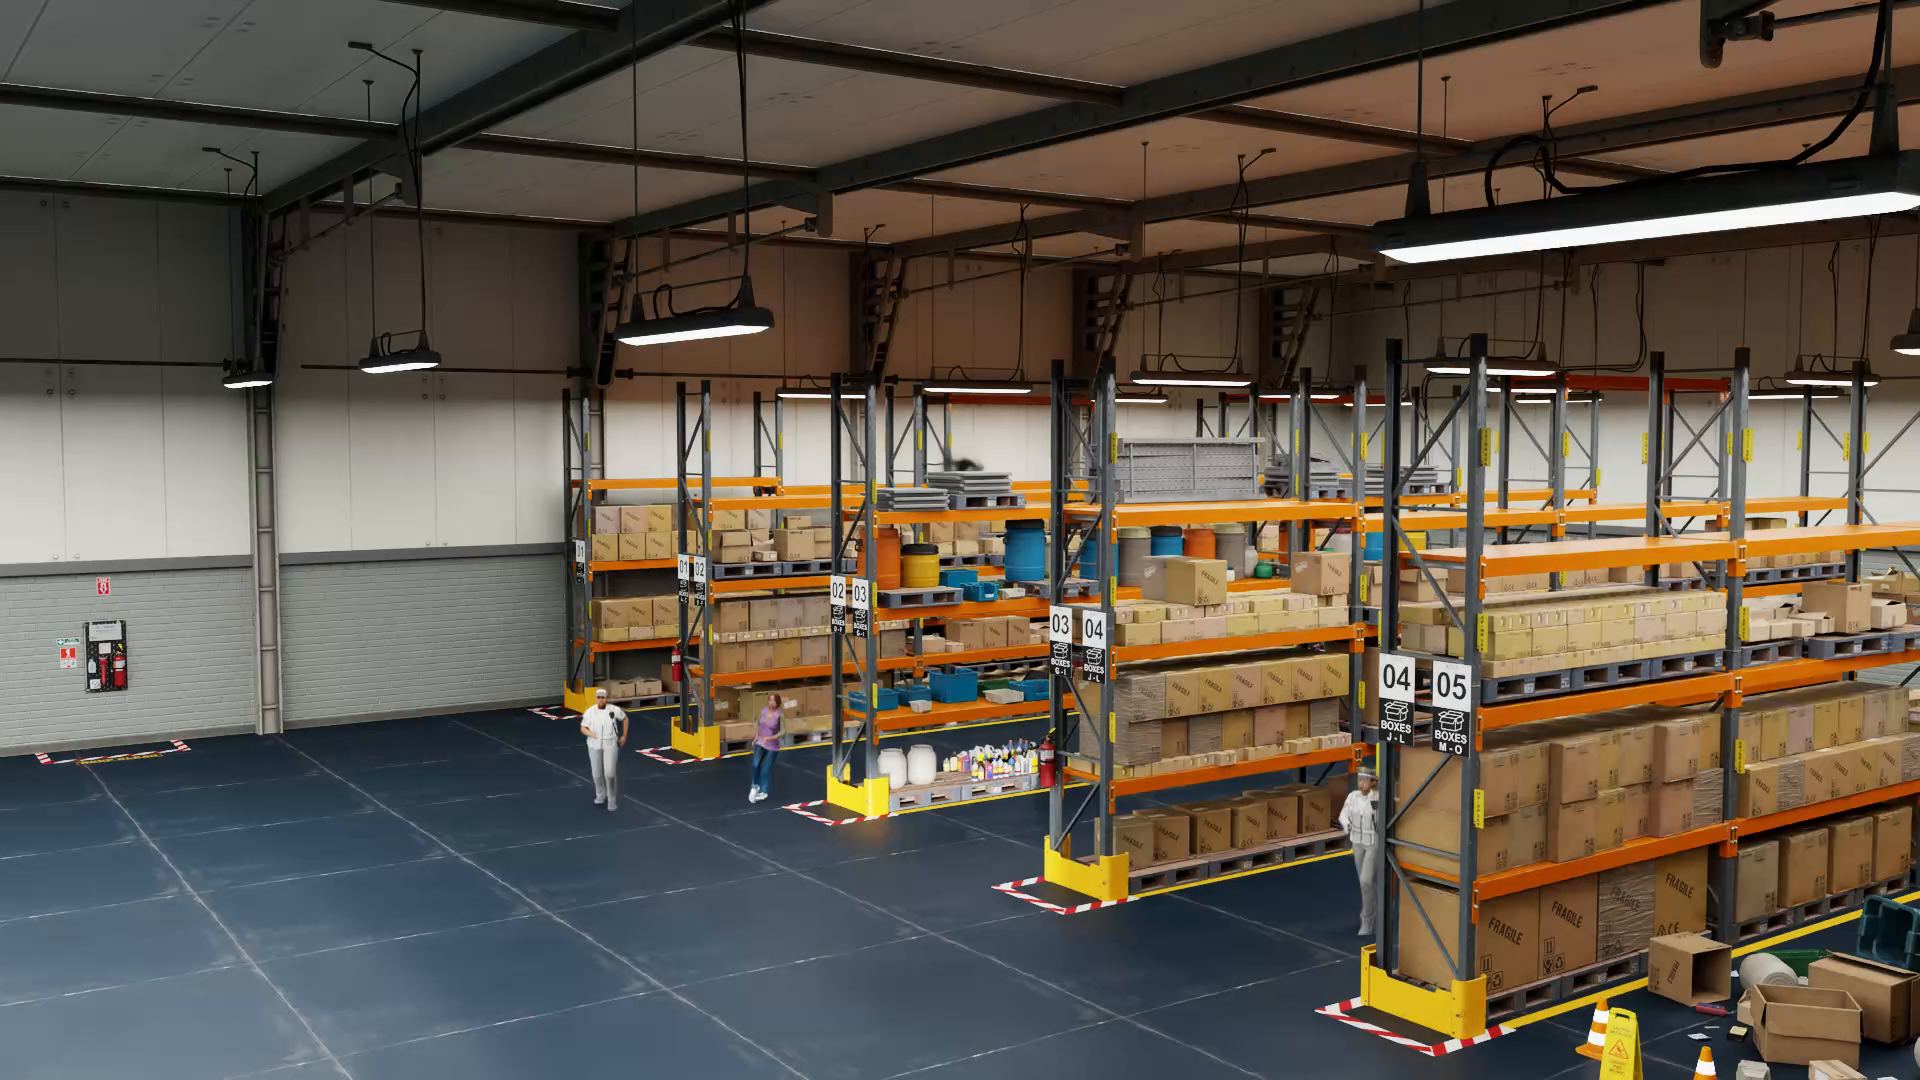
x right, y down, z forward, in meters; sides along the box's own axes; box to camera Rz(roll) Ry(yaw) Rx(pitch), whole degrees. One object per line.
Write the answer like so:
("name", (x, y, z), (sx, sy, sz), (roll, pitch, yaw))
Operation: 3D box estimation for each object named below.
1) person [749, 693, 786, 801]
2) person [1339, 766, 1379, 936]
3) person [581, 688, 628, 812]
("person", (-2.675, 2.892, 23.152), (0.535, 1.535, 0.586), (1, 4, 13))
("person", (4.264, 3.220, 17.342), (0.631, 1.769, 0.739), (4, 5, 44))
("person", (-4.888, 2.891, 22.840), (0.617, 1.731, 0.717), (0, 4, -6))
